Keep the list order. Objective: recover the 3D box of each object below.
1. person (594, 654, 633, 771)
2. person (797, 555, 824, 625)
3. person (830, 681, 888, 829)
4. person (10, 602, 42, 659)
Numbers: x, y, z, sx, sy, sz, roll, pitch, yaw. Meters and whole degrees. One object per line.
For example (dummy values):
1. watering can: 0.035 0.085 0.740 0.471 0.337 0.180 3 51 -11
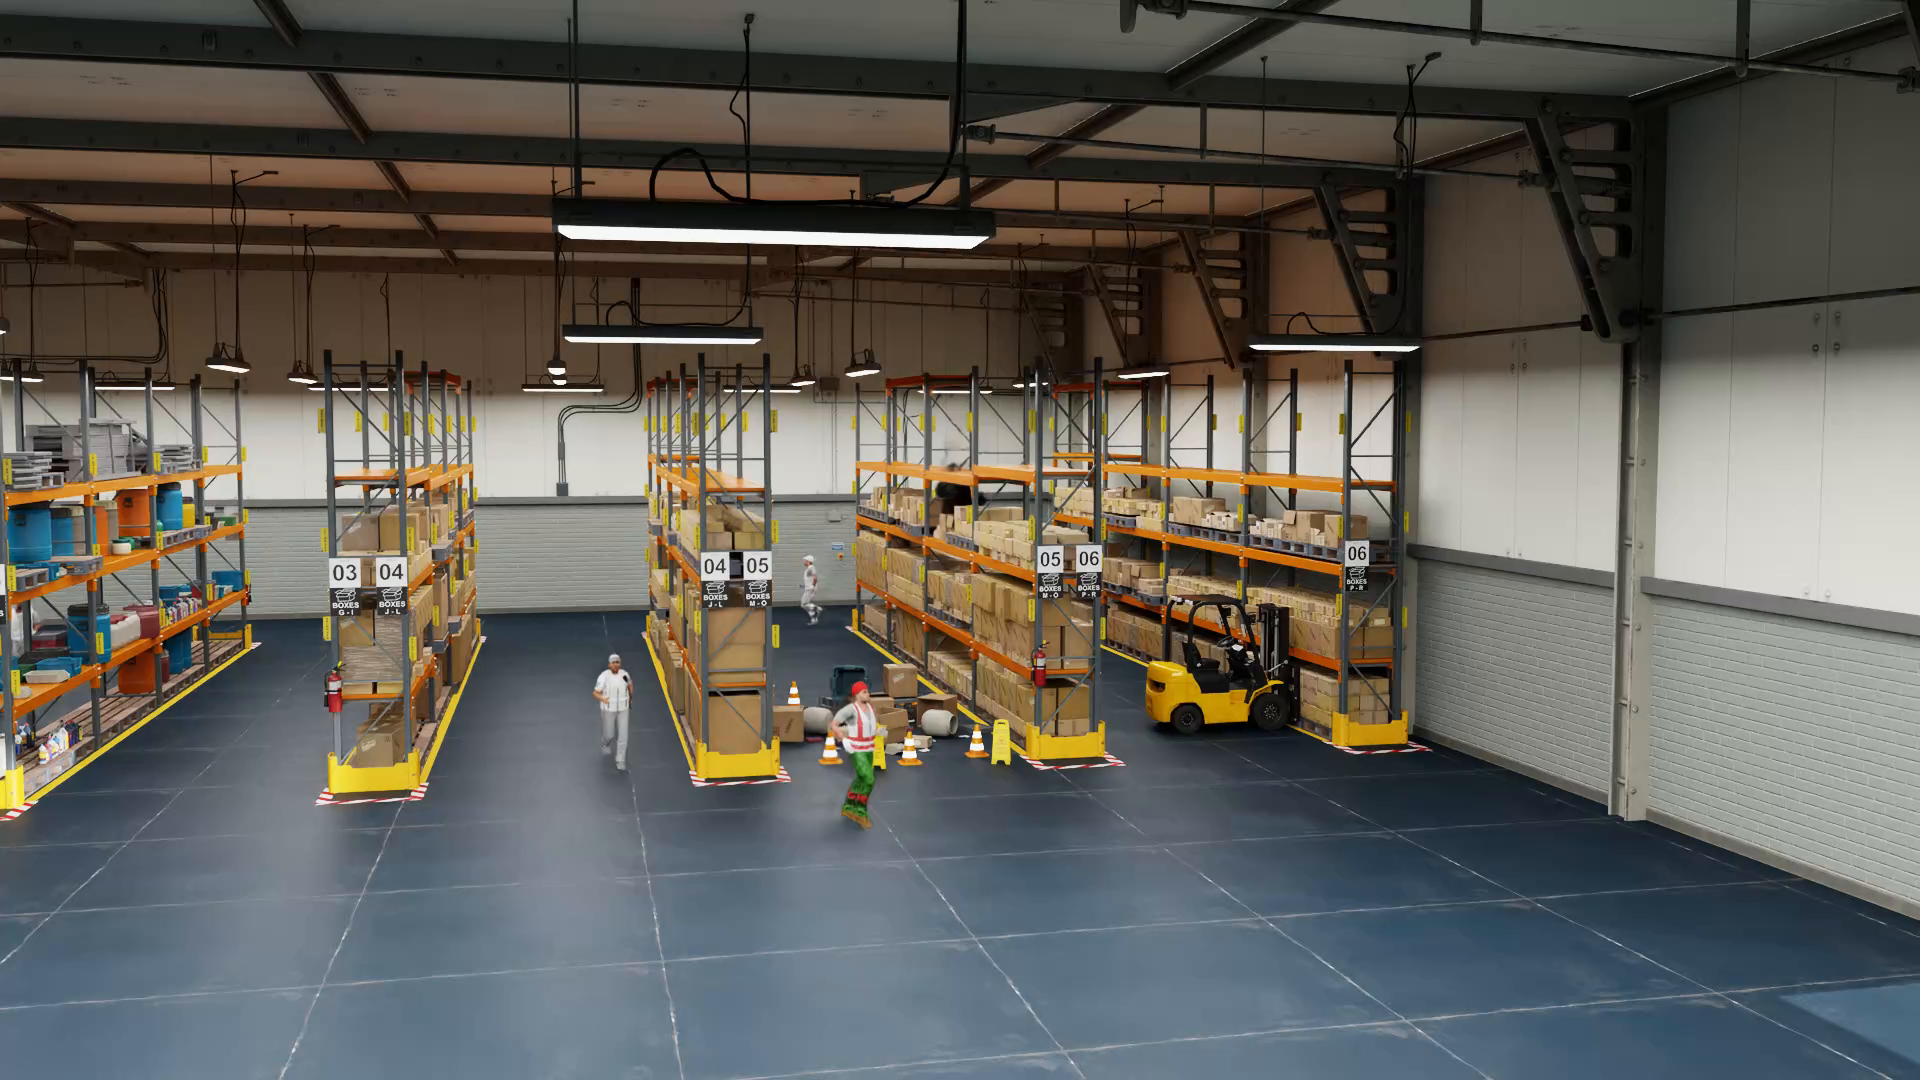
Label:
1. person: -5.042 2.498 24.312 0.607 1.649 0.837 -2 4 -24
2. person: -3.728 1.259 41.414 0.663 1.744 0.694 0 4 -6
3. person: -1.225 2.679 20.753 0.690 1.838 0.638 3 5 34
4. person: -18.034 1.916 31.954 0.686 1.733 0.599 -2 4 -26
